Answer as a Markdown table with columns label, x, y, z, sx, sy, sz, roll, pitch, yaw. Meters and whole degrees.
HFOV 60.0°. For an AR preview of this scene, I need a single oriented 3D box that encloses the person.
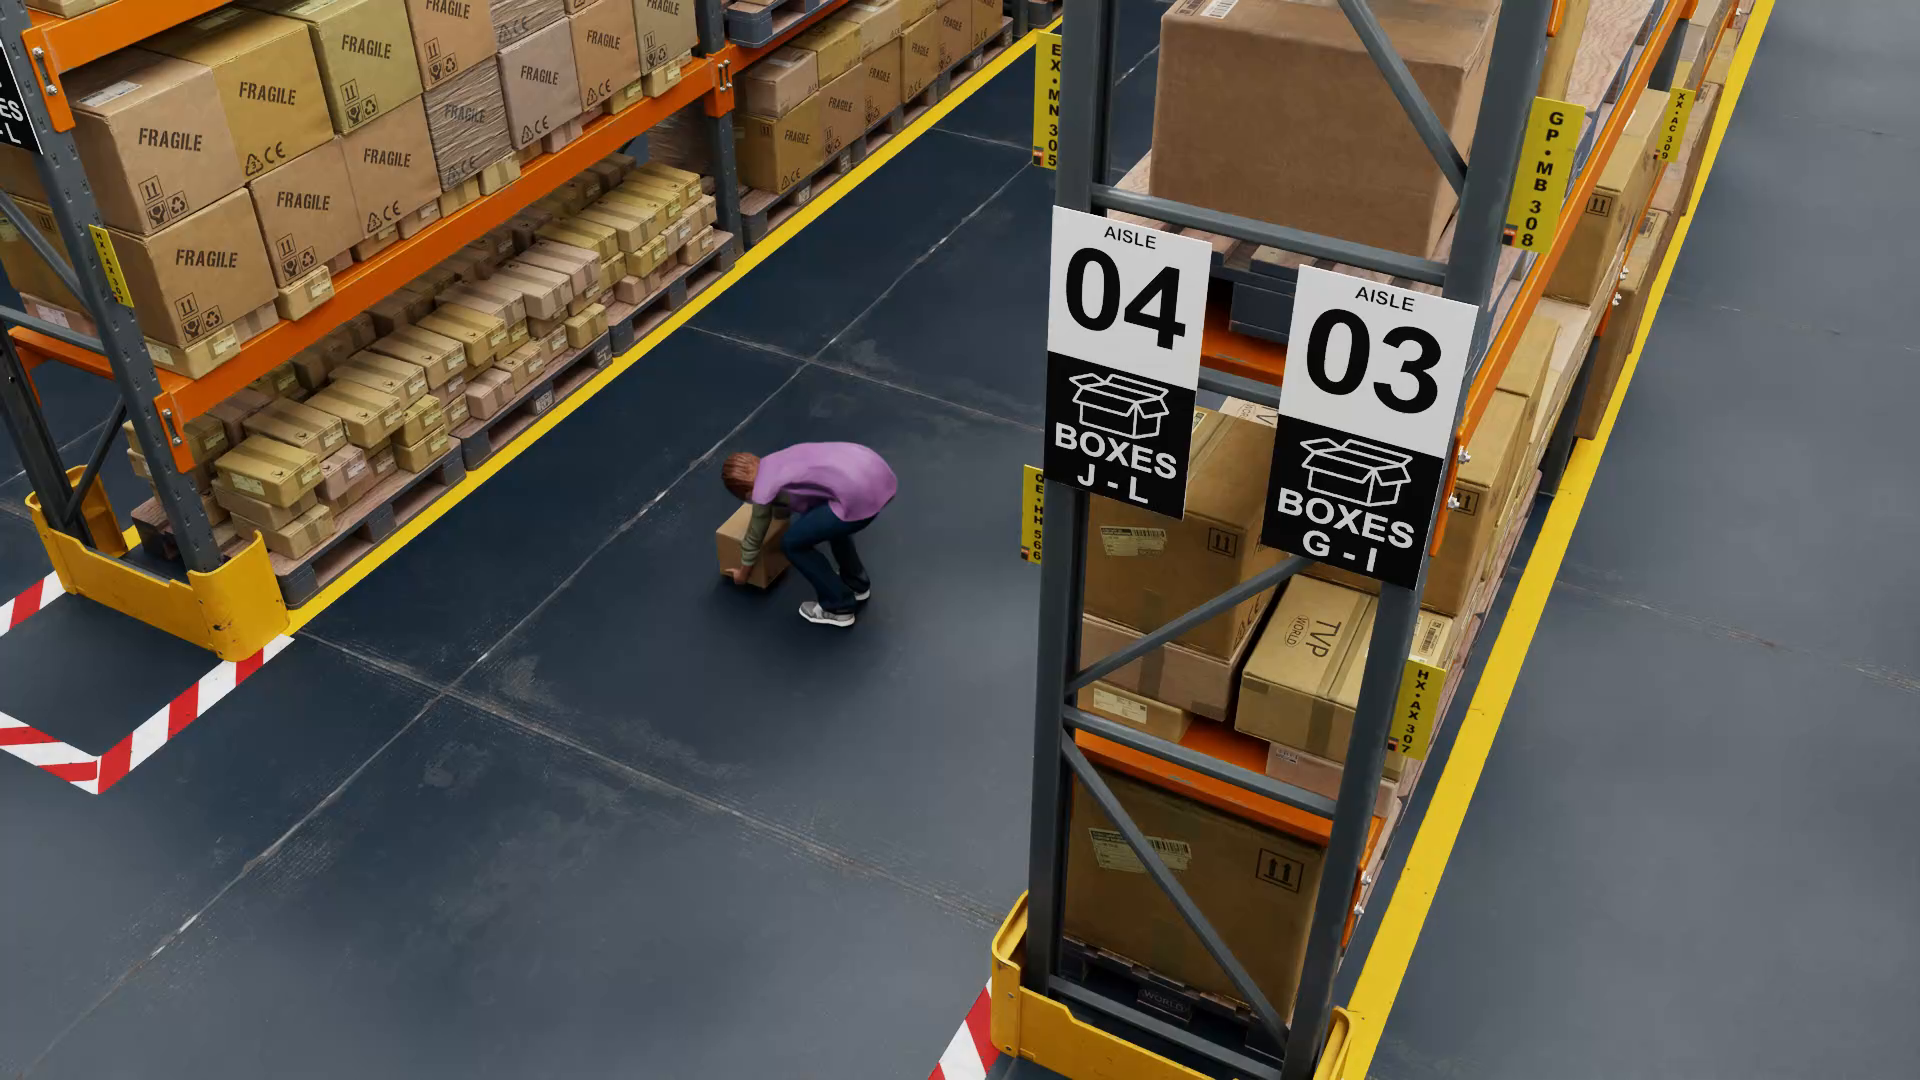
| label | x | y | z | sx | sy | sz | roll | pitch | yaw |
| --- | --- | --- | --- | --- | --- | --- | --- | --- | --- |
| person | -0.685 | -0.077 | 7.434 | 0.853 | 0.873 | 0.420 | 16 | 41 | 19 |
